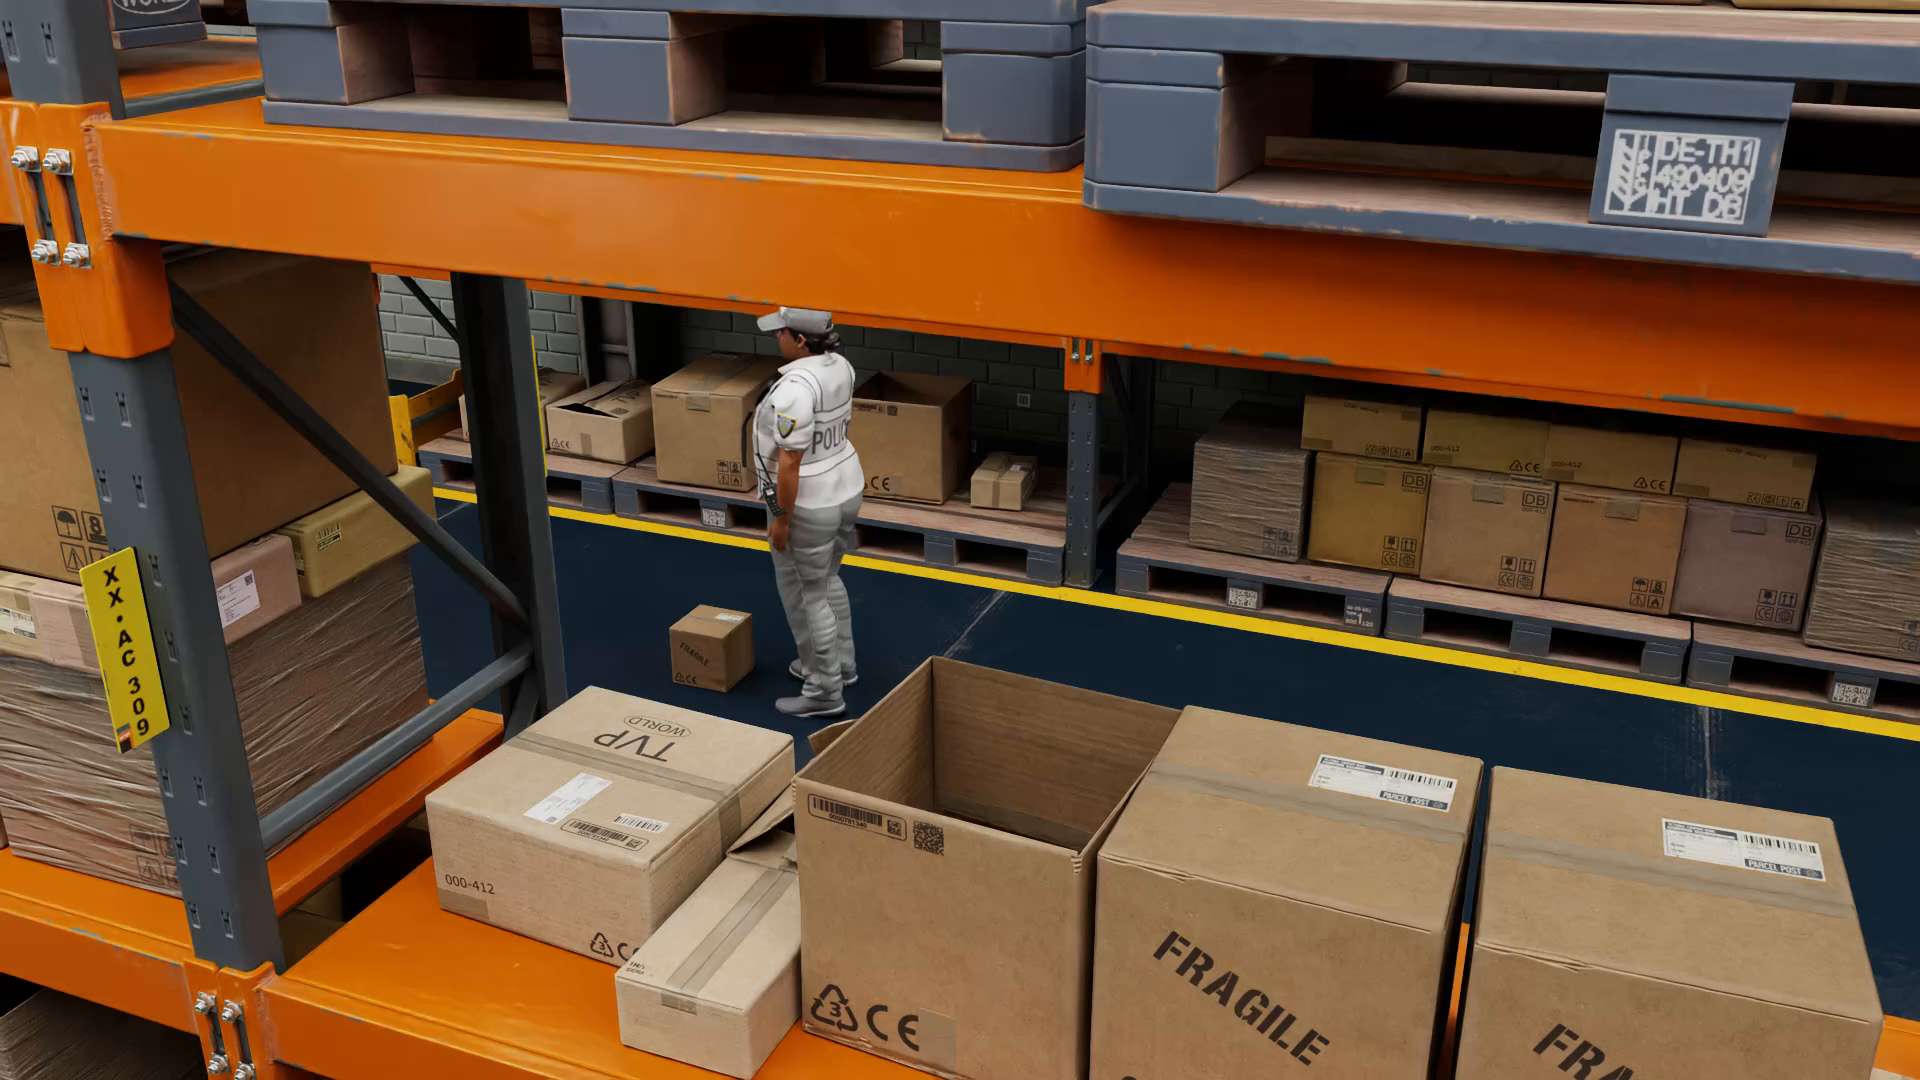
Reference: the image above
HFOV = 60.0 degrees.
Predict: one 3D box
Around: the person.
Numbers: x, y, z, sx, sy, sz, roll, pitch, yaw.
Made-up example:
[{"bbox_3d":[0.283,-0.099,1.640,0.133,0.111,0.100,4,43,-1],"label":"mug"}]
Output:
[{"bbox_3d":[-0.591,-0.127,6.425,0.390,1.679,0.466,9,24,21],"label":"person"}]
